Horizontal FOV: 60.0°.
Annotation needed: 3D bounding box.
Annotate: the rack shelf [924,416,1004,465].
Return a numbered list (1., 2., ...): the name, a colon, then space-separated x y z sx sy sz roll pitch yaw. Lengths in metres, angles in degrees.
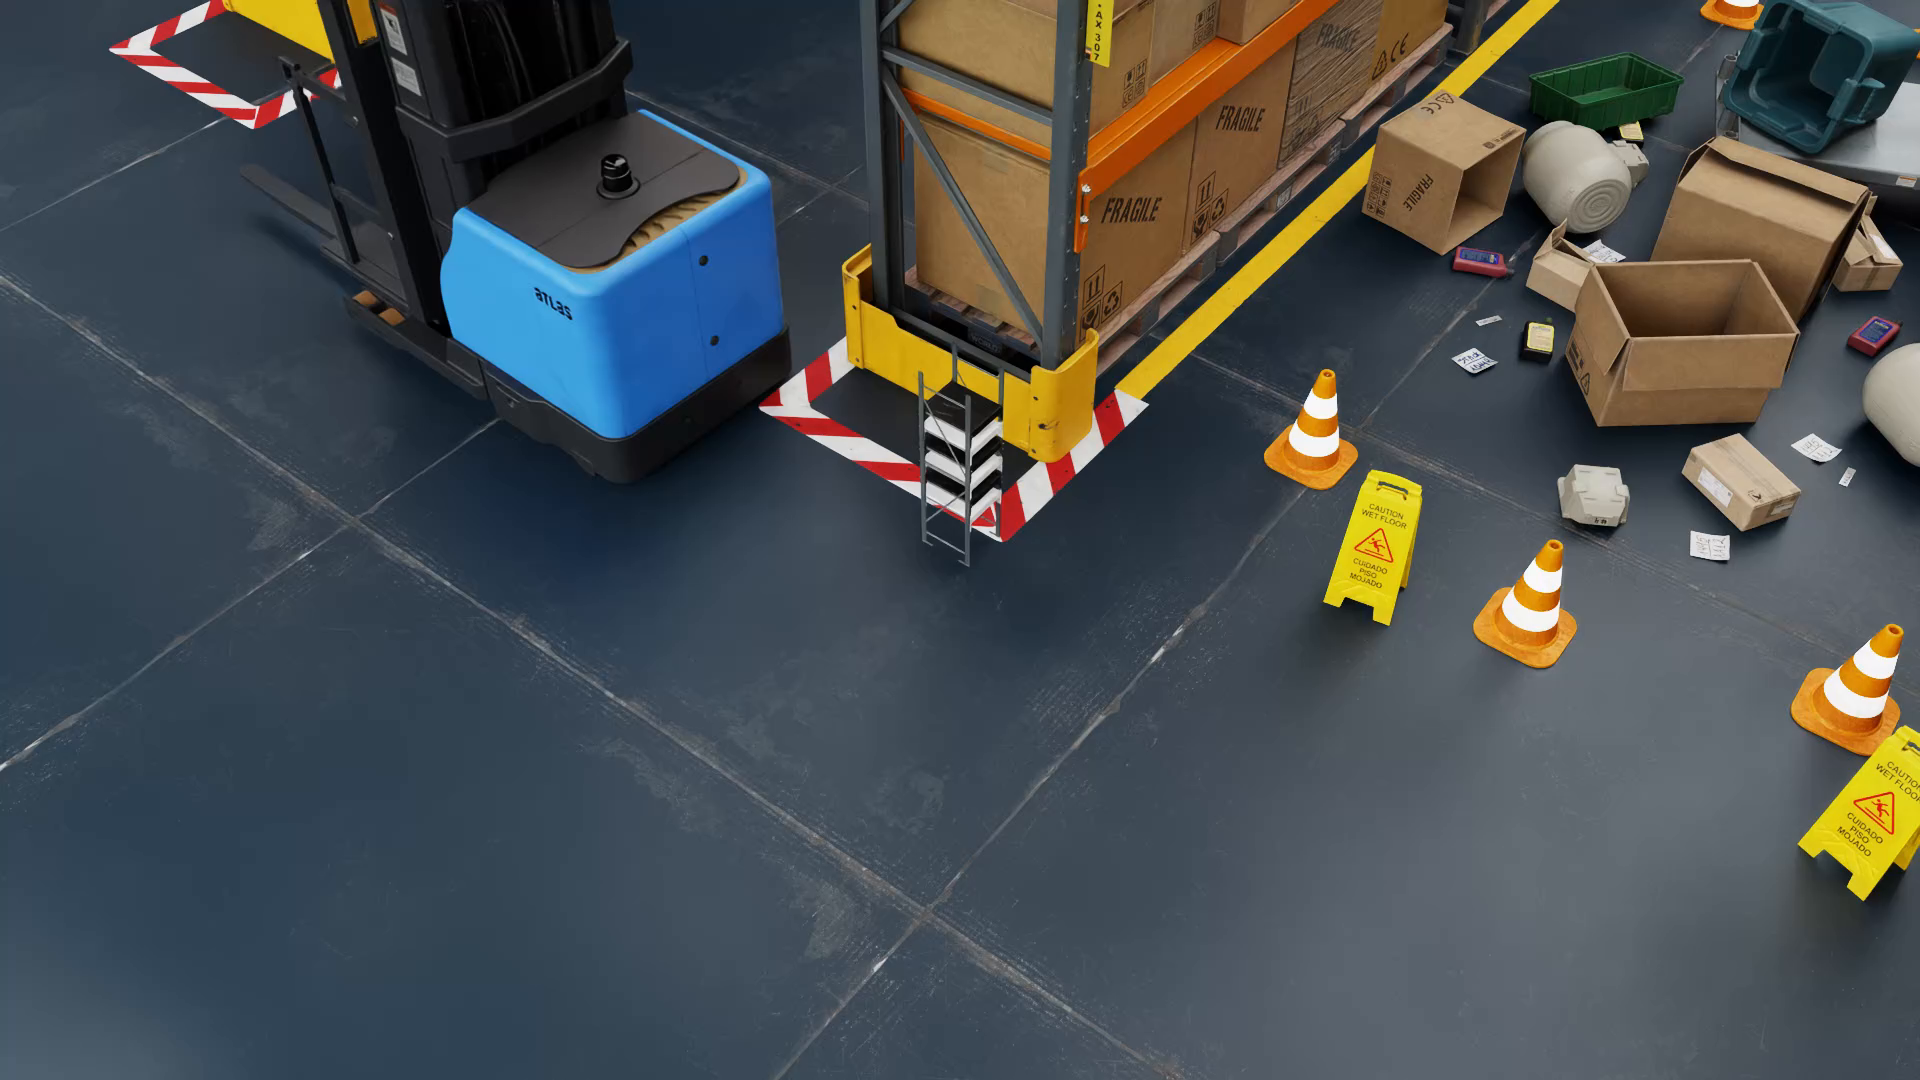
1. rack shelf: 0.005 -0.417 6.323 0.258 0.077 0.200 29 53 25

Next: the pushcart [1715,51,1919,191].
1. pushcart: 4.636 -1.946 8.348 1.648 0.377 0.936 13 48 12

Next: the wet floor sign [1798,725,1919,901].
1. wet floor sign: 3.062 0.866 5.477 0.232 0.644 0.267 -25 51 -22

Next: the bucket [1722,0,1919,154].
1. bucket: 4.233 -2.300 8.085 0.620 0.611 0.726 -17 48 -29

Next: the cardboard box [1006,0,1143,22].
1. cardboard box: 0.304 -2.334 6.055 0.875 0.550 0.550 29 53 25

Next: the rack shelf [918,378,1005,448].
1. rack shelf: 0.005 -0.479 6.258 0.258 0.077 0.200 29 53 25

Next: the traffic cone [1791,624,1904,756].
1. traffic cone: 3.267 0.477 5.975 0.336 0.463 0.334 29 53 25

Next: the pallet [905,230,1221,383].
1. pallet: 0.473 -1.243 7.791 1.003 0.211 1.213 29 53 25

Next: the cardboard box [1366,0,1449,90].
1. cardboard box: 2.052 -3.085 8.801 0.875 0.875 0.875 30 53 26

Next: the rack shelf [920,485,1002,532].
1. rack shelf: 0.005 -0.168 6.583 0.258 0.077 0.200 29 53 25

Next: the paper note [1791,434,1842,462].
1. paper note: 3.666 -0.394 7.114 0.142 0.019 0.148 -25 51 -22

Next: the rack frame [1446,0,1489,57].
1. rack frame: 2.492 -4.003 8.499 1.000 3.000 0.127 29 53 25

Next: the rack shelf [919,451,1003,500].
1. rack shelf: 0.005 -0.292 6.453 0.258 0.077 0.200 29 53 25

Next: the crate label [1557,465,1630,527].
1. crate label: 2.613 -0.184 6.831 0.250 0.136 0.298 6 47 5

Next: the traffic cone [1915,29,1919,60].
1. traffic cone: 5.507 -2.932 9.231 0.336 0.463 0.334 29 53 25

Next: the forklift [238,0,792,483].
1. forklift: -2.194 -2.163 6.789 3.031 2.935 1.130 32 54 27

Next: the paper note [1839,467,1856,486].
1. paper note: 3.735 -0.266 6.997 0.032 0.001 0.123 29 53 25

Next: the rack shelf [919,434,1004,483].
1. rack shelf: 0.005 -0.355 6.388 0.258 0.077 0.200 29 53 25

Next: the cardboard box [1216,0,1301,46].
1. cardboard box: 0.998 -2.587 7.043 0.875 0.550 0.550 29 53 25

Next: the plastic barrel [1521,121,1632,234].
1. plastic barrel: 3.012 -1.785 8.163 0.421 0.421 0.512 -9 47 -8

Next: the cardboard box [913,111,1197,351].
1. cardboard box: 0.409 -1.542 7.328 0.875 0.875 0.875 29 53 25

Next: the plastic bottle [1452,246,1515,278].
1. plastic bottle: 2.517 -1.328 7.977 0.283 0.061 0.133 13 48 12

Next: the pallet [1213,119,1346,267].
1. pallet: 1.220 -1.938 8.455 1.003 0.211 1.213 29 53 25

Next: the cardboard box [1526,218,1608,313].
1. cardboard box: 2.899 -1.260 7.770 0.258 0.266 0.396 -33 55 -28

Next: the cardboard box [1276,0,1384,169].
1. cardboard box: 1.504 -2.567 8.307 0.875 0.875 0.875 30 53 25

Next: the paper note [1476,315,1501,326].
1. paper note: 2.454 -1.018 7.716 0.123 0.001 0.032 -17 49 -15

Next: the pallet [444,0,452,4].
1. pallet: -3.246 -3.494 9.942 1.003 0.211 1.213 29 53 25

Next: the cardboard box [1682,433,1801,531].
1. cardboard box: 3.228 -0.241 6.878 0.250 0.149 0.380 -17 49 -15

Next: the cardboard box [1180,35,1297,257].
1. cardboard box: 0.945 -2.047 7.810 0.875 0.875 0.875 28 53 24

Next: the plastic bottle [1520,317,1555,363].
1. plastic bottle: 2.641 -0.925 7.592 0.133 0.061 0.283 13 48 12

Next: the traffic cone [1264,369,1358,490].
1. traffic cone: 1.495 -0.514 6.921 0.336 0.463 0.334 29 53 25

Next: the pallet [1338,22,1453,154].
1. pallet: 1.965 -2.639 9.125 1.003 0.211 1.213 29 53 25

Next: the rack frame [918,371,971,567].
1. rack frame: -0.057 -0.257 6.373 0.240 0.900 0.006 29 53 25

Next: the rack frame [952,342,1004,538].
1. rack frame: 0.067 -0.374 6.484 0.240 0.900 0.006 29 53 25

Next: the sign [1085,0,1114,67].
1. sign: 0.482 -1.791 5.733 0.100 0.325 0.005 29 53 25

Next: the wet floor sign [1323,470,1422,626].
1. wet floor sign: 1.596 -0.009 6.312 0.267 0.644 0.232 21 50 19

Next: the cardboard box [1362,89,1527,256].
1. cardboard box: 2.355 -1.798 8.120 0.500 0.500 0.500 -33 55 -28

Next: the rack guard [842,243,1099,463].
1. rack guard: 0.032 -0.837 7.204 1.175 0.500 0.348 29 53 25

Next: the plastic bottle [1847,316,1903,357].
1. plastic bottle: 4.198 -0.948 7.613 0.283 0.061 0.133 -33 55 -28

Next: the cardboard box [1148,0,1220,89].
1. cardboard box: 0.556 -2.322 6.790 0.875 0.550 0.550 29 53 25

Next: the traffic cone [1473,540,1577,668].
1. traffic cone: 2.181 0.180 6.258 0.336 0.463 0.334 29 53 25

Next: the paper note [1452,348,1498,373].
1. paper note: 2.323 -0.811 7.504 0.142 0.017 0.144 -25 51 -22

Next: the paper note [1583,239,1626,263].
1. paper note: 3.110 -1.388 8.061 0.155 0.023 0.172 -25 51 -22

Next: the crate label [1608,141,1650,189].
1. crate label: 3.351 -1.923 8.492 0.298 0.136 0.250 -2 46 -2

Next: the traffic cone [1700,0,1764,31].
1. traffic cone: 4.507 -3.226 9.512 0.336 0.463 0.334 29 53 25

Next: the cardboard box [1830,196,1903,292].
1. cardboard box: 4.274 -1.410 7.914 0.258 0.266 0.396 -2 46 -2

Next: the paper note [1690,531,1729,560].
1. paper note: 3.028 0.021 6.708 0.148 0.019 0.142 13 48 12

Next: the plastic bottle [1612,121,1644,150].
1. plastic bottle: 3.517 -2.162 8.773 0.133 0.061 0.283 6 47 5

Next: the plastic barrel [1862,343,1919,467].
1. plastic barrel: 4.090 -0.545 6.978 0.421 0.421 0.512 -9 47 -8

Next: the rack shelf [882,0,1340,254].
1. rack shelf: 1.269 -2.610 7.666 1.077 0.370 4.000 29 53 25

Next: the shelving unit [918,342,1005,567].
1. shelving unit: 0.005 -0.315 6.429 0.258 0.900 0.210 29 53 25

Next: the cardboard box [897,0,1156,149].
1. cardboard box: 0.237 -1.998 6.481 0.875 0.550 0.550 29 53 25

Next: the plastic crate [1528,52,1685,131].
1. plastic crate: 3.422 -2.373 8.847 0.662 0.188 0.450 -17 39 -15

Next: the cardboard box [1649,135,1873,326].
1. cardboard box: 3.661 -1.431 7.675 0.797 0.637 0.503 29 53 25

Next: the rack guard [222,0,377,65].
1. rack guard: -3.770 -3.145 9.408 1.175 0.500 0.348 29 53 25

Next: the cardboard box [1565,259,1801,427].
1. cardboard box: 3.096 -0.845 7.210 0.797 0.503 0.637 -2 46 -2

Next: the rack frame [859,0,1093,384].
1. rack frame: 0.046 -1.714 6.313 1.000 3.000 0.127 29 53 25

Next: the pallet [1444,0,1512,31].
1. pallet: 2.904 -3.514 9.961 1.003 0.211 1.213 29 53 25

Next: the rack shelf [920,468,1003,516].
1. rack shelf: 0.005 -0.230 6.518 0.258 0.077 0.200 29 53 25
